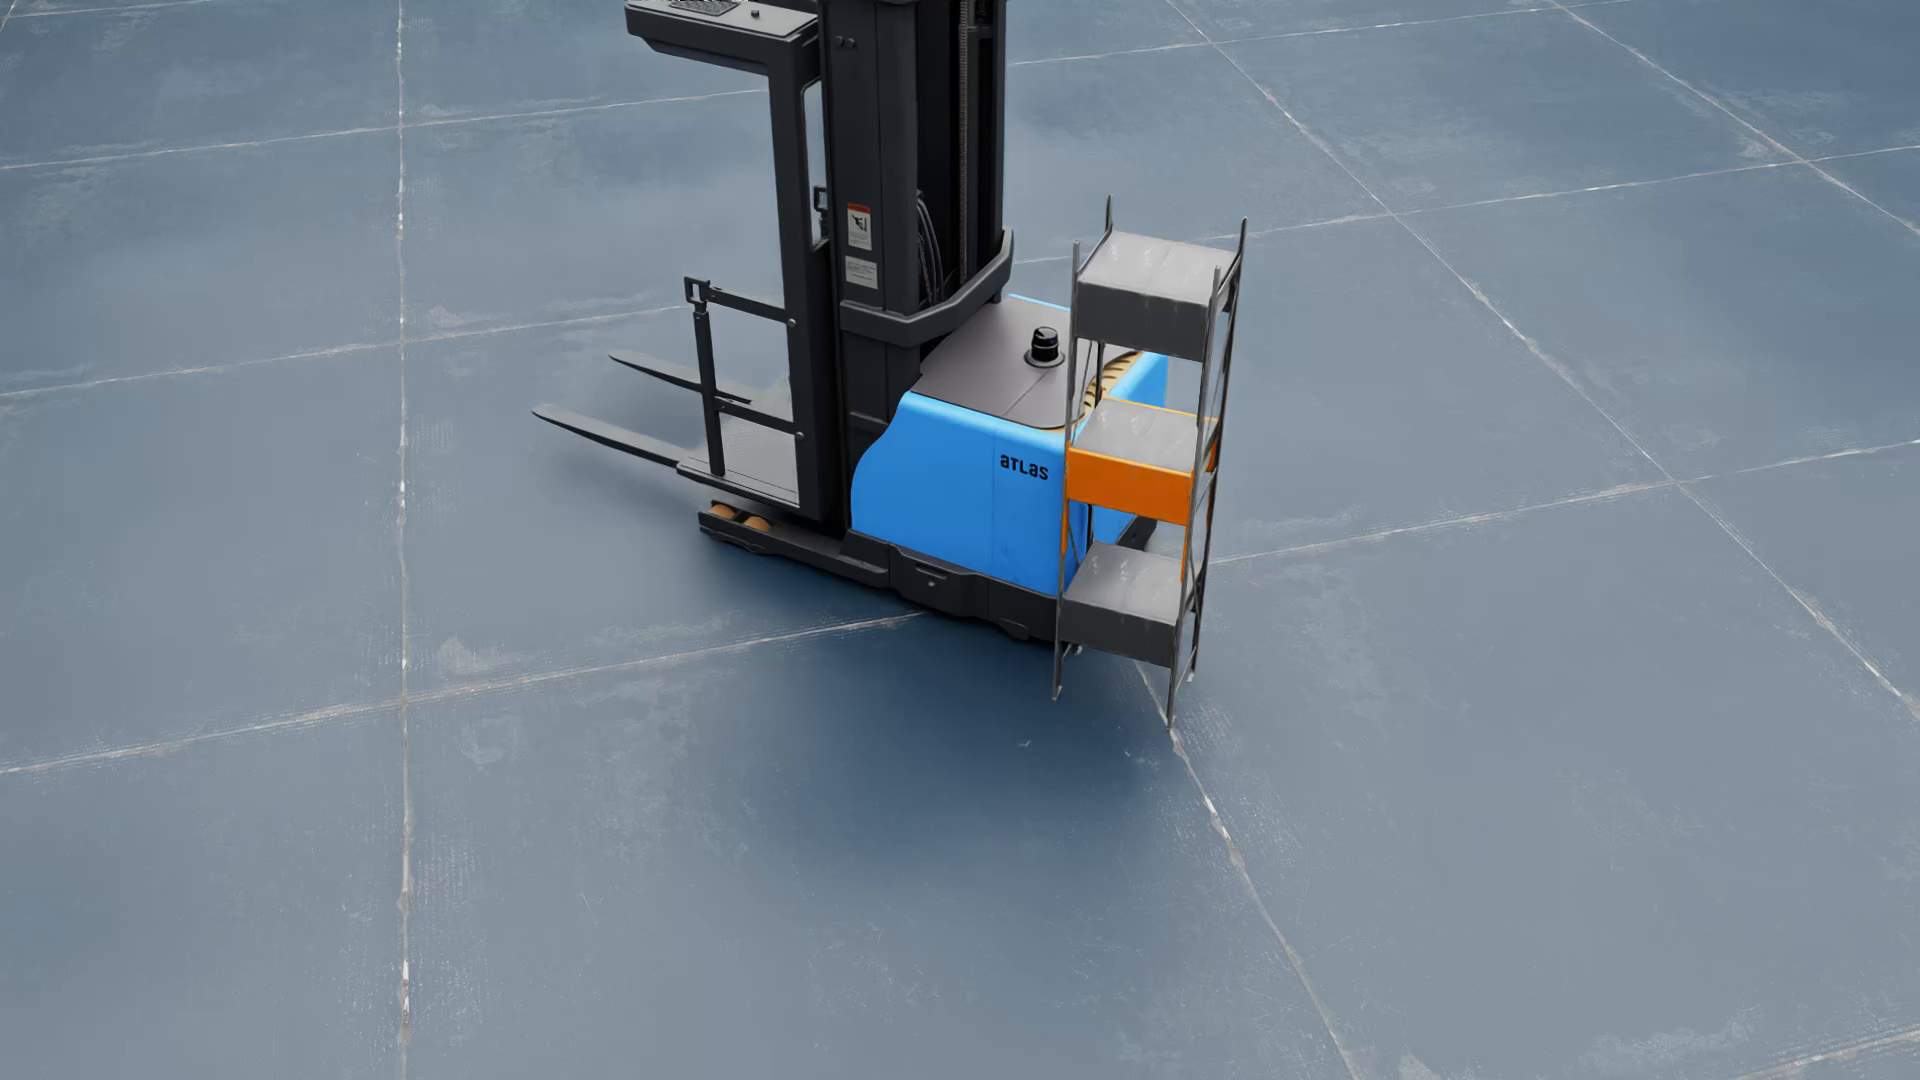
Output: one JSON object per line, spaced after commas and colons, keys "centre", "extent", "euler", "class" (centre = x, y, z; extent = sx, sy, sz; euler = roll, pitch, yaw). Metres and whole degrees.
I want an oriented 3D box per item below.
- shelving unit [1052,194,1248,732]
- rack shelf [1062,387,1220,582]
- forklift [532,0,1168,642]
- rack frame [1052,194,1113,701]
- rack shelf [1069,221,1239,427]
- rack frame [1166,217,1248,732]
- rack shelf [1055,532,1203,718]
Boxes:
{"centre": [0.690, -0.226, 6.317], "extent": [0.503, 2.100, 0.431], "euler": [14, 39, 17], "class": "shelving unit"}
{"centre": [0.690, -0.215, 6.325], "extent": [0.480, 0.518, 0.431], "euler": [14, 39, 17], "class": "rack shelf"}
{"centre": [-0.630, -1.367, 7.125], "extent": [3.031, 2.935, 1.130], "euler": [18, 41, 22], "class": "forklift"}
{"centre": [0.463, -0.281, 6.389], "extent": [0.015, 2.100, 0.400], "euler": [14, 39, 17], "class": "rack frame"}
{"centre": [0.690, -0.771, 5.900], "extent": [0.480, 0.518, 0.431], "euler": [14, 39, 17], "class": "rack shelf"}
{"centre": [0.917, -0.171, 6.245], "extent": [0.015, 2.100, 0.400], "euler": [14, 39, 17], "class": "rack frame"}
{"centre": [0.690, 0.341, 6.751], "extent": [0.480, 0.518, 0.431], "euler": [14, 39, 17], "class": "rack shelf"}
